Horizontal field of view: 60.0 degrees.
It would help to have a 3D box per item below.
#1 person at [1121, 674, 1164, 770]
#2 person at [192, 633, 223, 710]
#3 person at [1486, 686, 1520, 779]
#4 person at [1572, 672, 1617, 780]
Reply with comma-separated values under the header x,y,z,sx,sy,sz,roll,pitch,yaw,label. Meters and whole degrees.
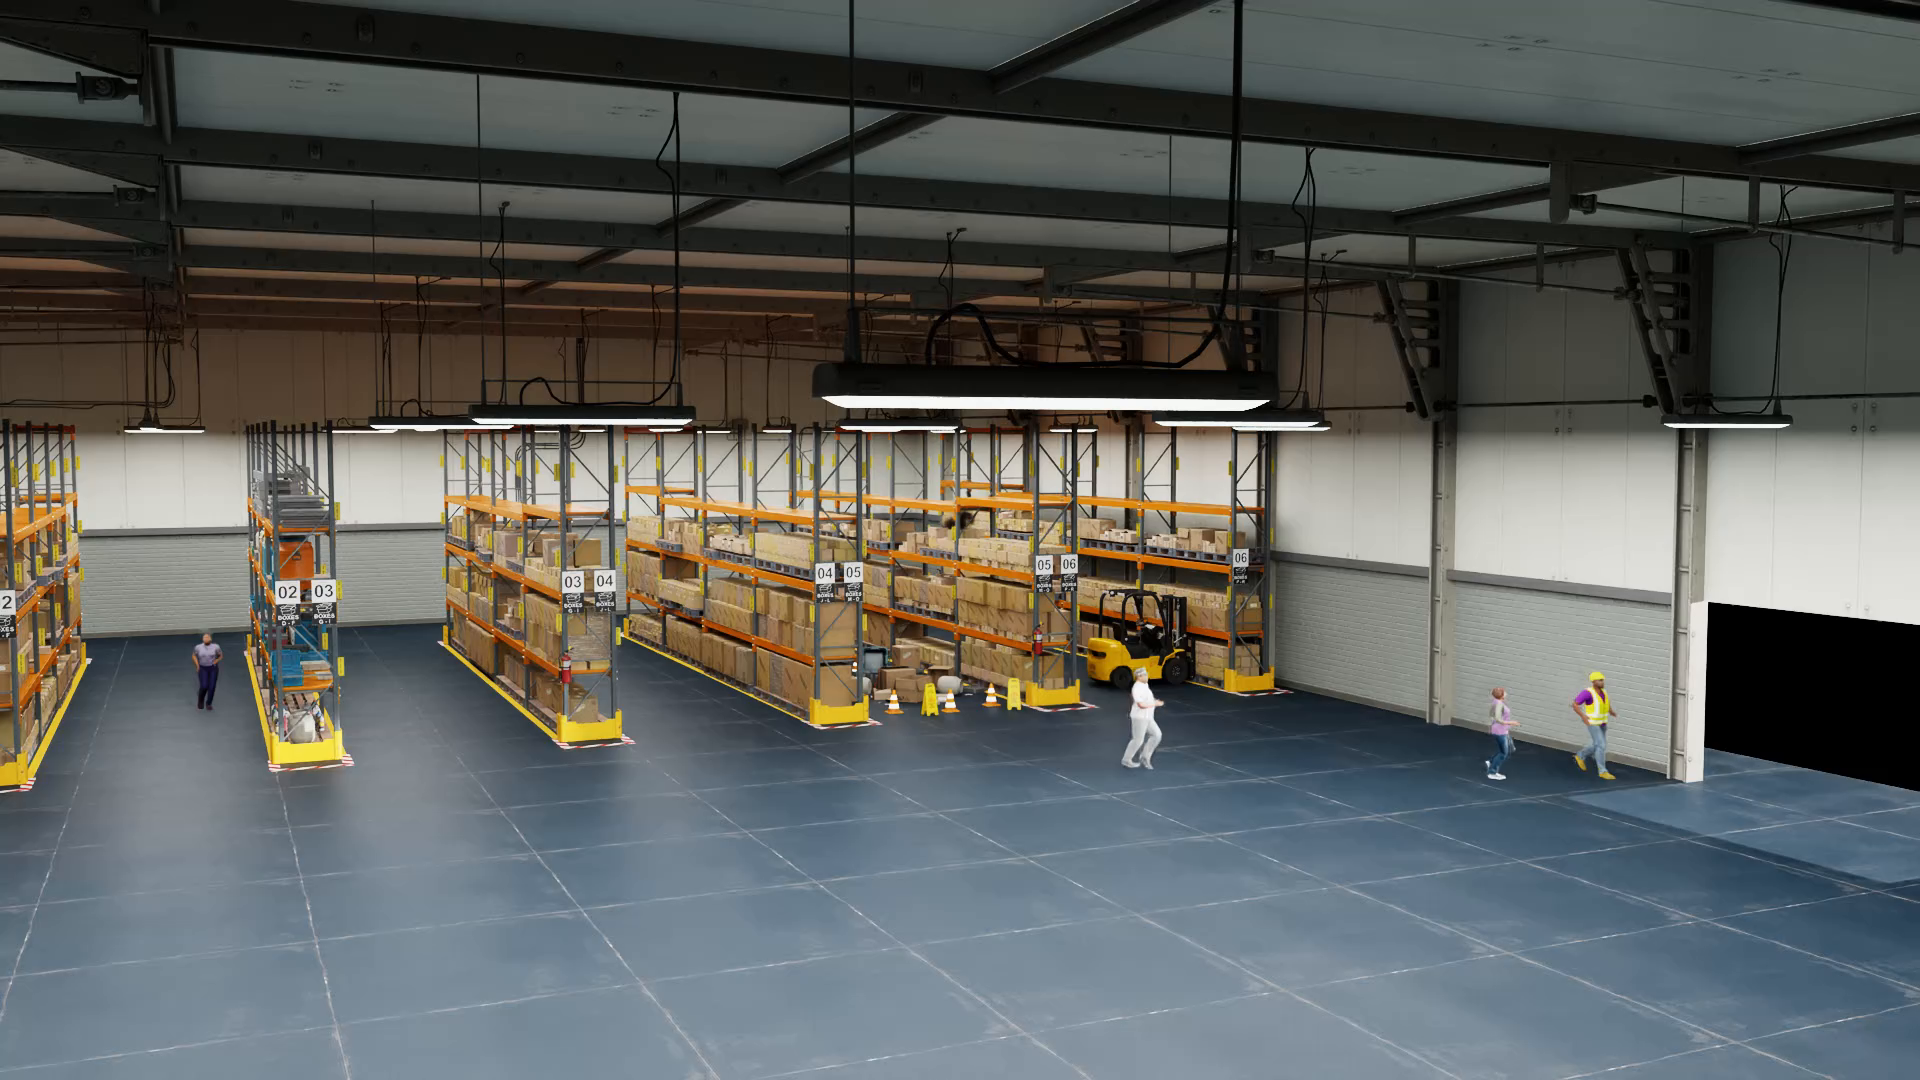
x,y,z,sx,sy,sz,roll,pitch,yaw,label
3.140,3.093,28.478,0.736,1.770,0.637,1,4,22,person
-15.685,2.741,34.712,0.586,1.612,0.592,-2,4,-28,person
9.038,3.207,27.663,0.536,1.556,0.526,1,4,20,person
10.654,3.084,27.907,0.717,1.760,0.877,-2,4,-33,person
